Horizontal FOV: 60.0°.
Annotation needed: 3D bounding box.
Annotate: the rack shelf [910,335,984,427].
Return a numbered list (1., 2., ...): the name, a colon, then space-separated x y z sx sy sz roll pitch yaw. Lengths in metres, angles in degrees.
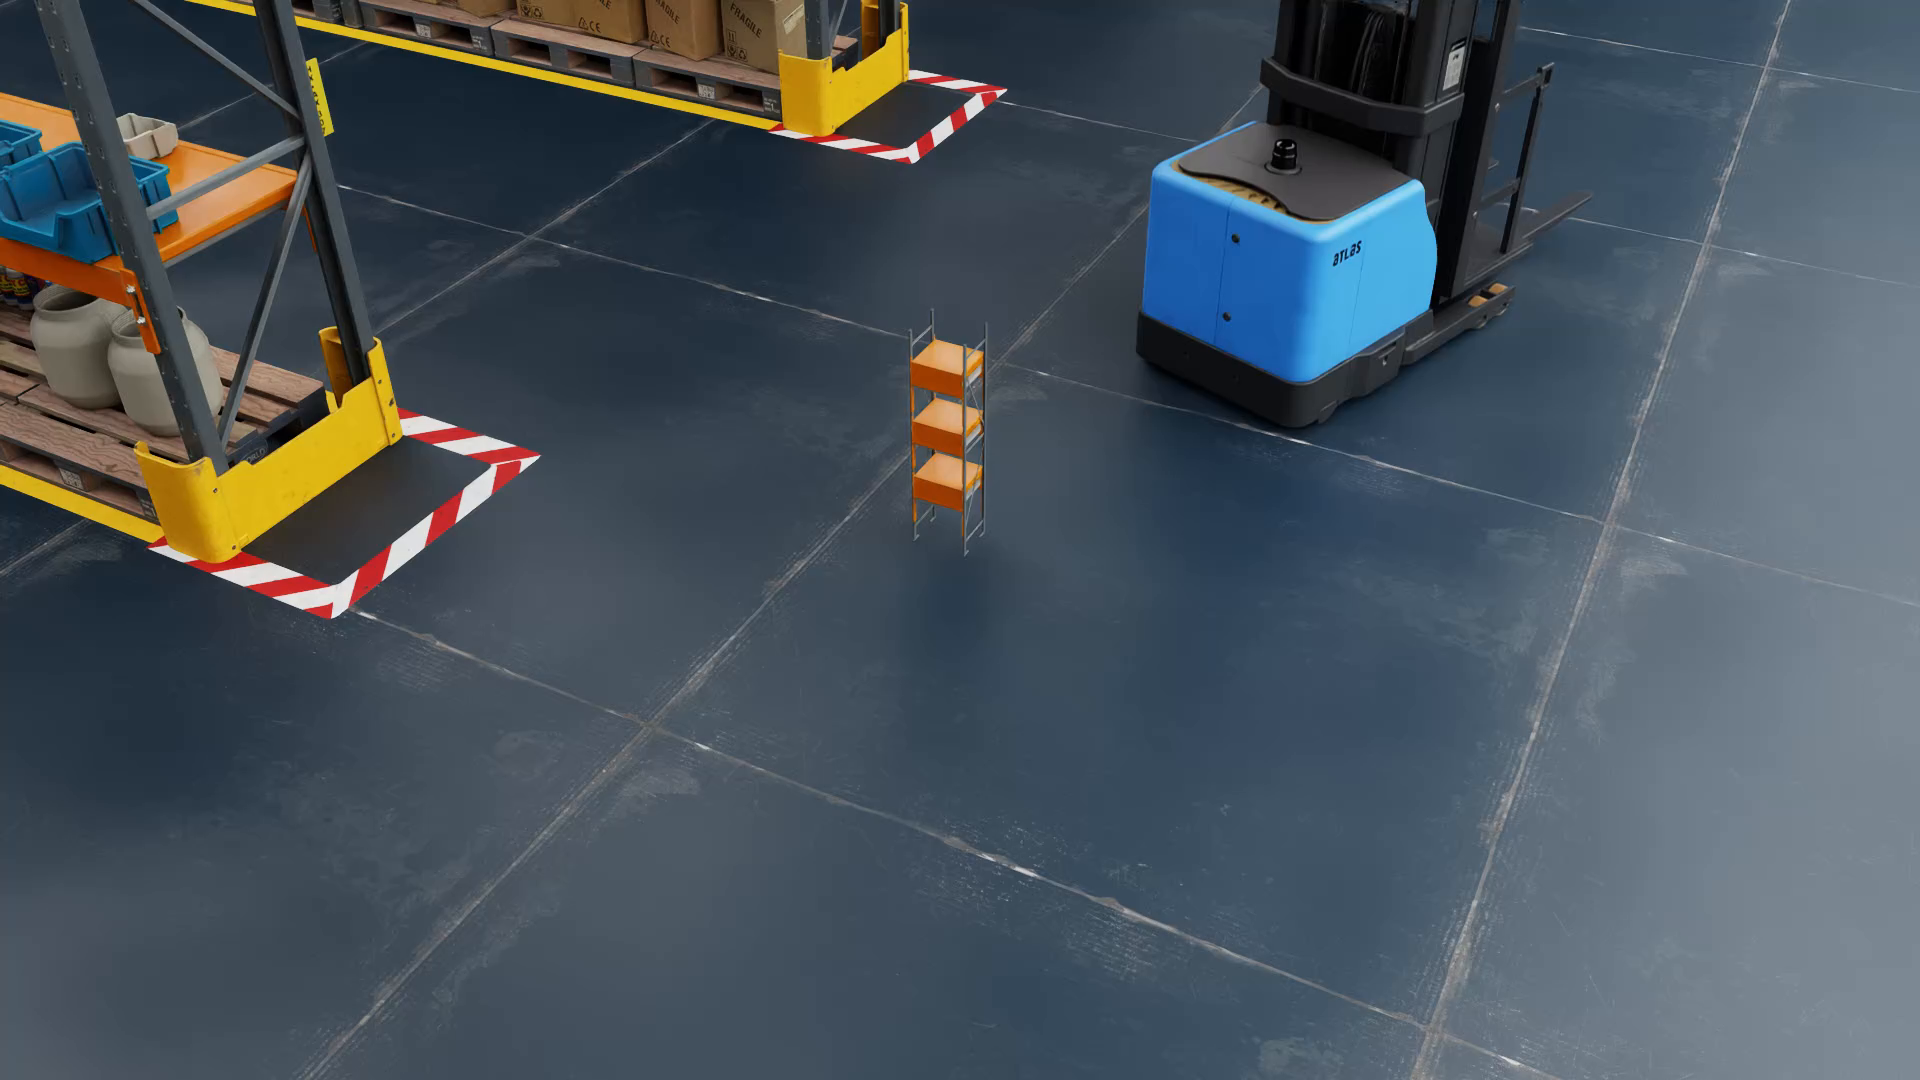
1. rack shelf: -0.048 -0.651 6.787 0.240 0.259 0.215 17 41 21

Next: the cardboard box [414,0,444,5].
1. cardboard box: -3.896 -4.255 12.095 0.500 0.500 0.500 16 40 20

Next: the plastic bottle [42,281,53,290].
1. plastic bottle: -4.517 -1.206 8.308 0.097 0.201 0.097 0 37 0

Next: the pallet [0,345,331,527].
1. pallet: -3.767 -0.559 7.812 1.213 0.211 1.003 17 41 21

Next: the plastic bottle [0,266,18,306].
1. plastic bottle: -4.819 -1.328 8.411 0.097 0.271 0.097 0 37 0

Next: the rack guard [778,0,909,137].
1. rack guard: -0.748 -3.130 10.959 0.348 0.500 1.175 17 41 21

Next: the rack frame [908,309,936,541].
1. rack frame: -0.156 -0.467 6.997 0.008 1.050 0.200 17 41 21

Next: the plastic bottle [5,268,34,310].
1. plastic bottle: -4.730 -1.300 8.375 0.097 0.271 0.097 0 37 0

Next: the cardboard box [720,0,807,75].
1. cardboard box: -1.228 -3.458 11.045 0.500 0.500 0.500 25 44 29

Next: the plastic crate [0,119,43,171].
1. plastic crate: -4.115 -1.548 6.931 0.408 0.251 0.499 17 41 21

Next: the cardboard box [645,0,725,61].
1. cardboard box: -1.774 -3.606 11.240 0.500 0.500 0.500 29 46 33

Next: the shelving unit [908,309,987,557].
1. shelving unit: -0.048 -0.433 6.952 0.252 1.050 0.215 17 41 21

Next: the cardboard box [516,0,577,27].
1. cardboard box: -2.797 -3.970 11.719 0.500 0.500 0.500 14 39 18

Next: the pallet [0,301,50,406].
1. pallet: -4.846 -0.899 8.259 1.213 0.211 1.003 17 41 21

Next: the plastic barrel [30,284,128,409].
1. plastic barrel: -4.023 -0.903 7.668 0.421 0.512 0.421 0 37 0

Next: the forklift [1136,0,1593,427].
1. forklift: 2.295 -2.477 8.089 3.031 2.935 1.130 -30 47 -34

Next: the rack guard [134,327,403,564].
1. rack guard: -3.048 -0.445 7.423 0.348 0.500 1.175 17 41 21

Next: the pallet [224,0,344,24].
1. pallet: -4.925 -4.321 12.768 1.213 0.211 1.003 17 41 21

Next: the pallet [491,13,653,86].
1. pallet: -2.533 -3.599 11.817 1.213 0.211 1.003 17 41 21

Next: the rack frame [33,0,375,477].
1. rack frame: -2.959 -1.445 6.673 0.127 3.000 1.000 17 41 21

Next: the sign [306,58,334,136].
1. sign: -2.702 -1.849 6.976 0.005 0.325 0.100 17 41 21

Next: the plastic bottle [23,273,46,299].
1. plastic bottle: -4.618 -1.282 8.341 0.133 0.283 0.061 18 41 22

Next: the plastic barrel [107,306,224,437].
1. plastic barrel: -3.578 -0.763 7.485 0.421 0.512 0.421 0 37 0

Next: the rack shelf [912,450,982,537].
1. rack shelf: -0.048 -0.203 7.127 0.240 0.259 0.215 17 41 21

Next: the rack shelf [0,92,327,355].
1. rack shelf: -4.735 -1.714 7.623 4.000 0.370 1.077 17 41 21

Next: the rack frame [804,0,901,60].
1. rack frame: -0.681 -4.104 10.176 0.127 3.000 1.000 17 41 21

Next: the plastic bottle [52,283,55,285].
1. plastic bottle: -4.425 -1.205 8.249 0.097 0.271 0.097 0 37 0

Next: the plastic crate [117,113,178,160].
1. plastic crate: -3.605 -1.761 7.308 0.250 0.136 0.298 17 41 21

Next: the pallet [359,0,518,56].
1. pallet: -3.620 -3.938 12.263 1.213 0.211 1.003 17 41 21

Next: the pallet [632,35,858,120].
1. pallet: -1.454 -3.259 11.369 1.213 0.211 1.003 17 41 21

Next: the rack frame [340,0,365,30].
1. rack frame: -4.233 -5.216 11.641 0.127 3.000 1.000 17 41 21

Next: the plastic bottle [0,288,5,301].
1. plastic bottle: -4.907 -1.328 8.469 0.097 0.201 0.097 0 37 0

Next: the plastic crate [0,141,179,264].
1. plastic crate: -3.541 -1.364 6.689 0.616 0.251 0.499 17 41 21

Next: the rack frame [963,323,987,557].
1. rack frame: 0.061 -0.399 6.907 0.008 1.050 0.200 17 41 21

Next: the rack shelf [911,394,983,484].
1. rack shelf: -0.048 -0.425 6.959 0.240 0.259 0.215 17 41 21

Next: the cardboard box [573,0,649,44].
1. cardboard box: -2.322 -3.790 11.483 0.500 0.500 0.500 21 42 26

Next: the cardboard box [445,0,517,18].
1. cardboard box: -3.384 -4.100 11.890 0.500 0.500 0.500 -30 47 -34
